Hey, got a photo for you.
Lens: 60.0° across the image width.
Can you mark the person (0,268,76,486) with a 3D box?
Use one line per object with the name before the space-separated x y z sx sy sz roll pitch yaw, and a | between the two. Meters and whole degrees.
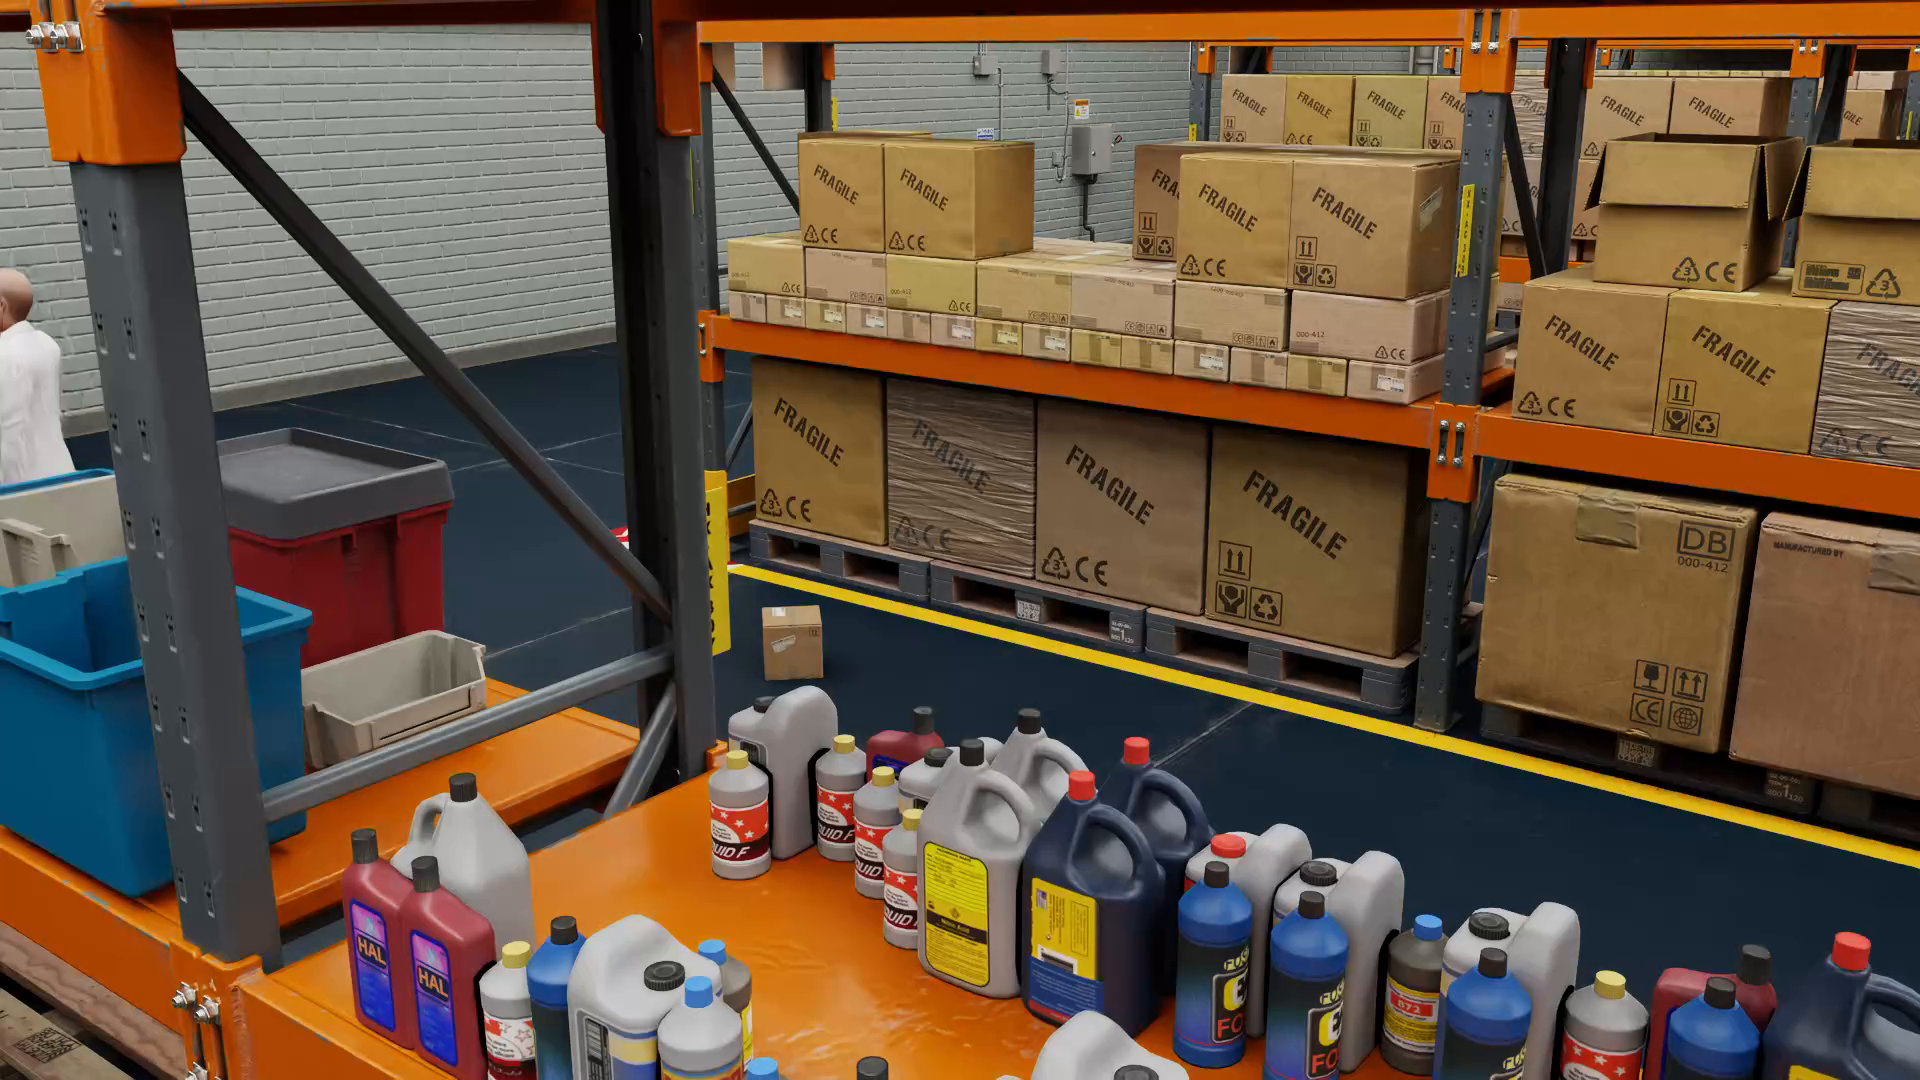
person | -3.758 -0.184 6.649 0.466 1.792 0.584 -2 16 -8
